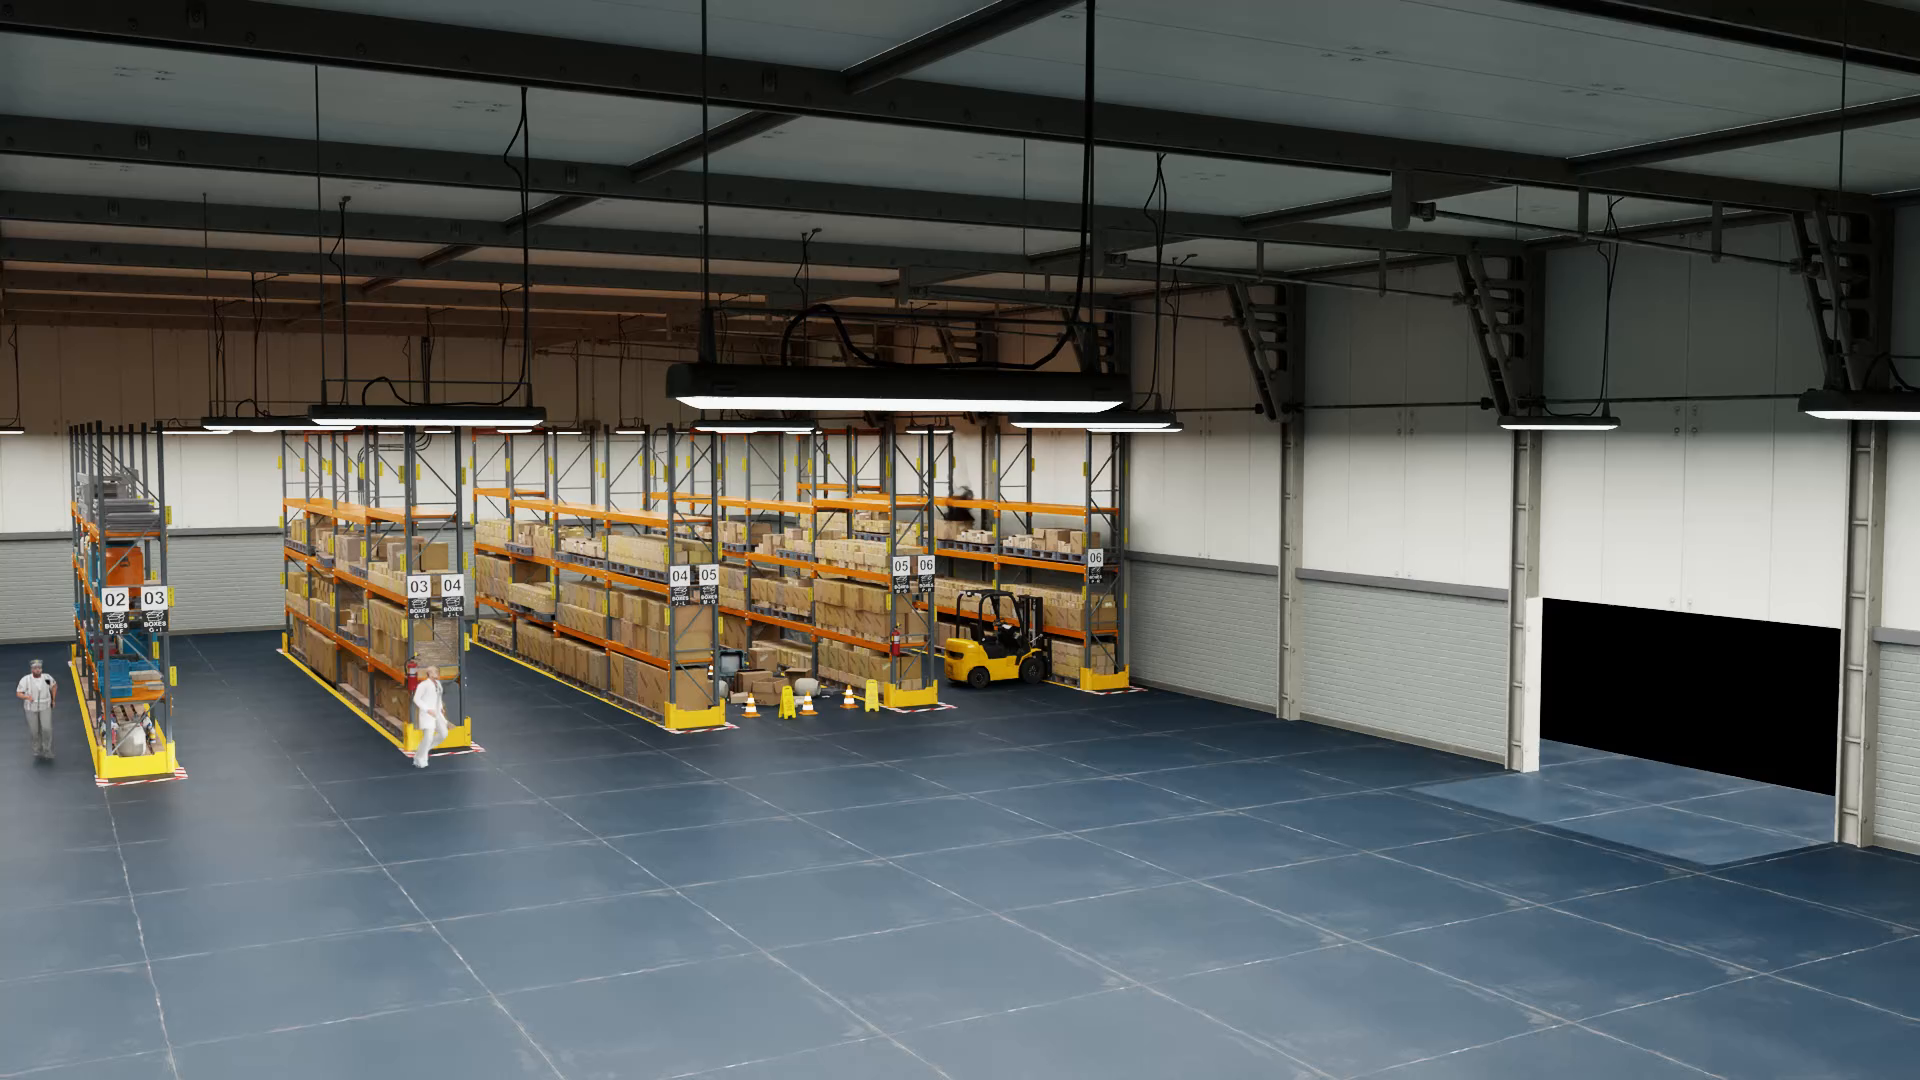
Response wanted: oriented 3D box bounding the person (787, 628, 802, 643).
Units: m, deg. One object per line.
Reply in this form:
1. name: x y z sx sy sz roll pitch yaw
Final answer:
1. person: -4.431 2.123 44.751 0.625 1.658 0.591 -2 4 -28

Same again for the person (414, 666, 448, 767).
1. person: -9.219 3.160 29.109 0.527 1.534 0.764 1 4 21

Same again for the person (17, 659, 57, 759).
1. person: -16.411 3.023 29.596 0.646 1.816 0.753 -2 4 -31

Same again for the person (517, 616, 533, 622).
1. person: -12.543 1.941 48.167 0.684 1.631 0.606 0 4 2
